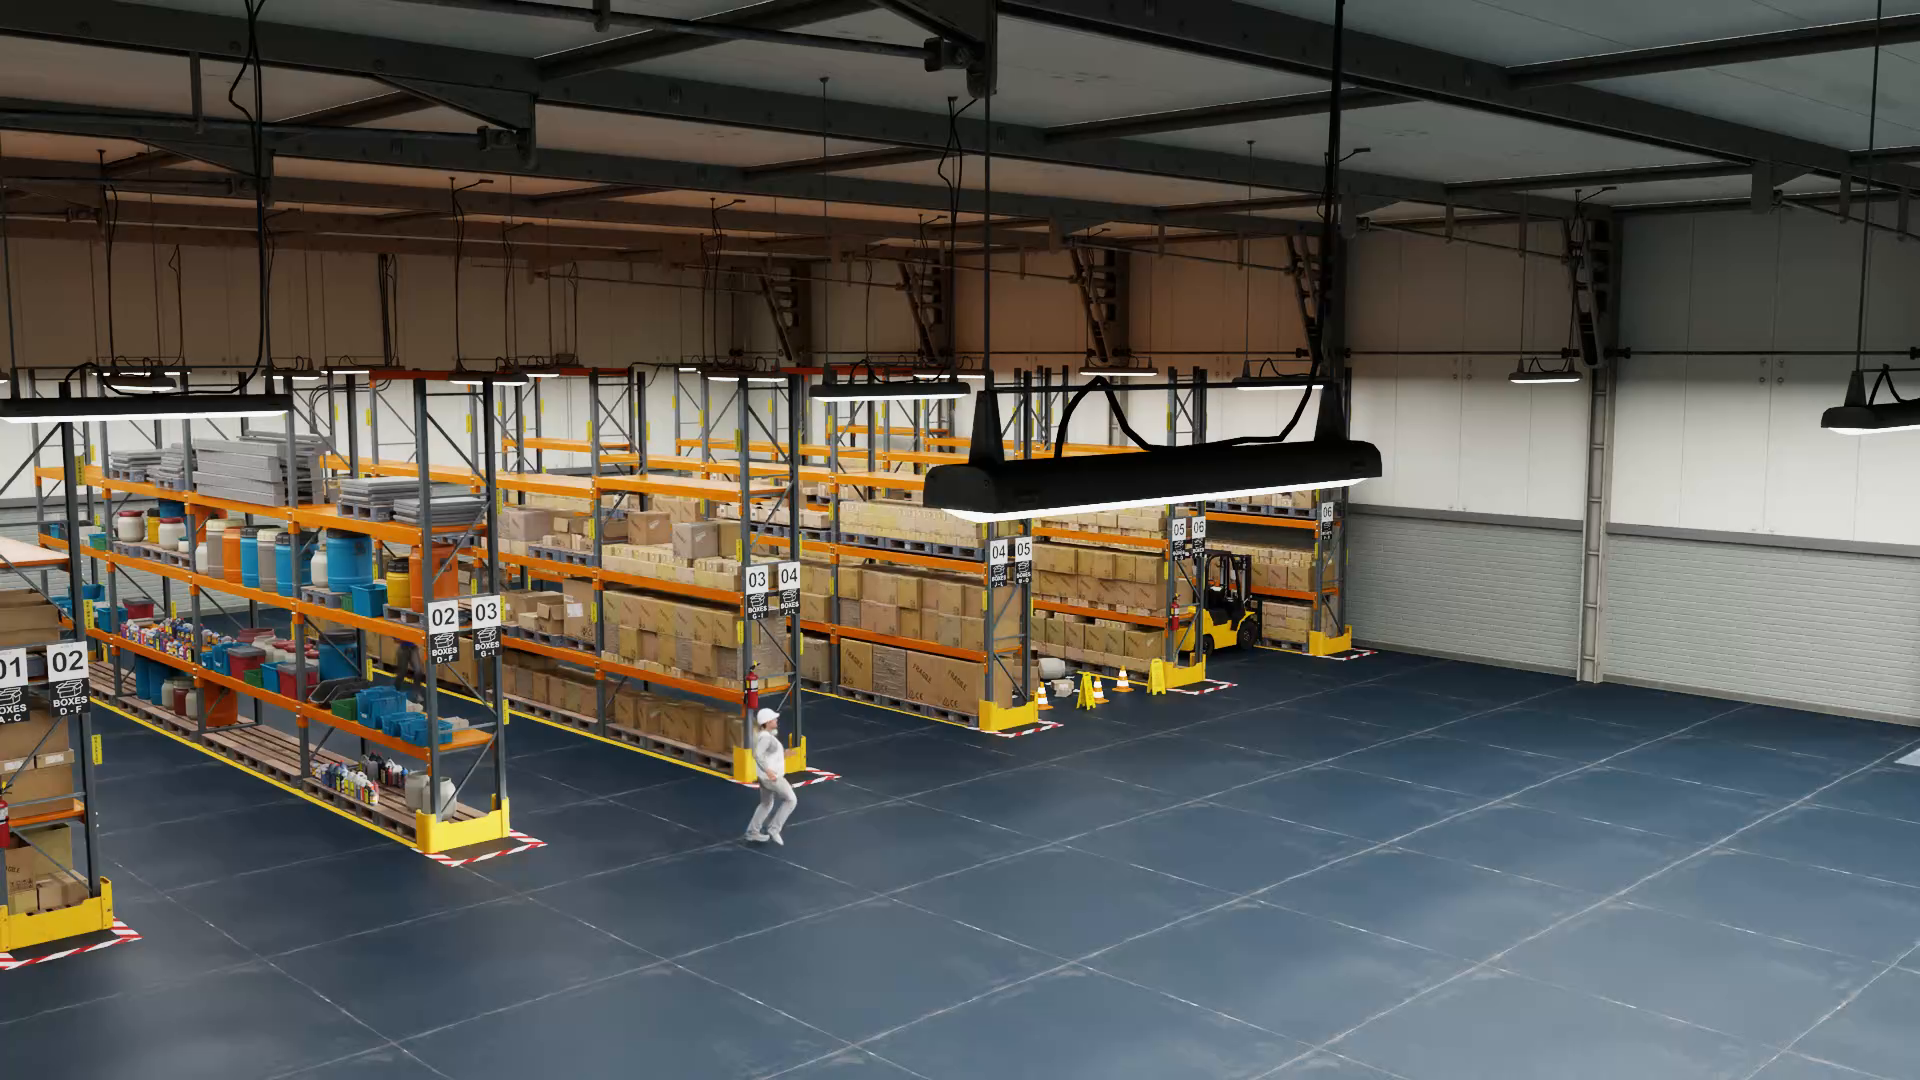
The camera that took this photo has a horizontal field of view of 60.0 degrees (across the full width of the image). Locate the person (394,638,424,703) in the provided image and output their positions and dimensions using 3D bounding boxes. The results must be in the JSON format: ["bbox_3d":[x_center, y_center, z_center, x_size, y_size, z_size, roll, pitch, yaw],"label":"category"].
[{"bbox_3d":[-10.053,2.104,30.232,0.742,1.700,0.560,6,9,41],"label":"person"}]

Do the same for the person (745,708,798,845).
[{"bbox_3d":[-2.416,3.045,21.393,0.705,1.783,0.628,-3,7,-21],"label":"person"}]

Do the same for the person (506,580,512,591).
[{"bbox_3d":[-9.327,1.623,33.993,0.729,1.806,0.655,5,8,39],"label":"person"}]
